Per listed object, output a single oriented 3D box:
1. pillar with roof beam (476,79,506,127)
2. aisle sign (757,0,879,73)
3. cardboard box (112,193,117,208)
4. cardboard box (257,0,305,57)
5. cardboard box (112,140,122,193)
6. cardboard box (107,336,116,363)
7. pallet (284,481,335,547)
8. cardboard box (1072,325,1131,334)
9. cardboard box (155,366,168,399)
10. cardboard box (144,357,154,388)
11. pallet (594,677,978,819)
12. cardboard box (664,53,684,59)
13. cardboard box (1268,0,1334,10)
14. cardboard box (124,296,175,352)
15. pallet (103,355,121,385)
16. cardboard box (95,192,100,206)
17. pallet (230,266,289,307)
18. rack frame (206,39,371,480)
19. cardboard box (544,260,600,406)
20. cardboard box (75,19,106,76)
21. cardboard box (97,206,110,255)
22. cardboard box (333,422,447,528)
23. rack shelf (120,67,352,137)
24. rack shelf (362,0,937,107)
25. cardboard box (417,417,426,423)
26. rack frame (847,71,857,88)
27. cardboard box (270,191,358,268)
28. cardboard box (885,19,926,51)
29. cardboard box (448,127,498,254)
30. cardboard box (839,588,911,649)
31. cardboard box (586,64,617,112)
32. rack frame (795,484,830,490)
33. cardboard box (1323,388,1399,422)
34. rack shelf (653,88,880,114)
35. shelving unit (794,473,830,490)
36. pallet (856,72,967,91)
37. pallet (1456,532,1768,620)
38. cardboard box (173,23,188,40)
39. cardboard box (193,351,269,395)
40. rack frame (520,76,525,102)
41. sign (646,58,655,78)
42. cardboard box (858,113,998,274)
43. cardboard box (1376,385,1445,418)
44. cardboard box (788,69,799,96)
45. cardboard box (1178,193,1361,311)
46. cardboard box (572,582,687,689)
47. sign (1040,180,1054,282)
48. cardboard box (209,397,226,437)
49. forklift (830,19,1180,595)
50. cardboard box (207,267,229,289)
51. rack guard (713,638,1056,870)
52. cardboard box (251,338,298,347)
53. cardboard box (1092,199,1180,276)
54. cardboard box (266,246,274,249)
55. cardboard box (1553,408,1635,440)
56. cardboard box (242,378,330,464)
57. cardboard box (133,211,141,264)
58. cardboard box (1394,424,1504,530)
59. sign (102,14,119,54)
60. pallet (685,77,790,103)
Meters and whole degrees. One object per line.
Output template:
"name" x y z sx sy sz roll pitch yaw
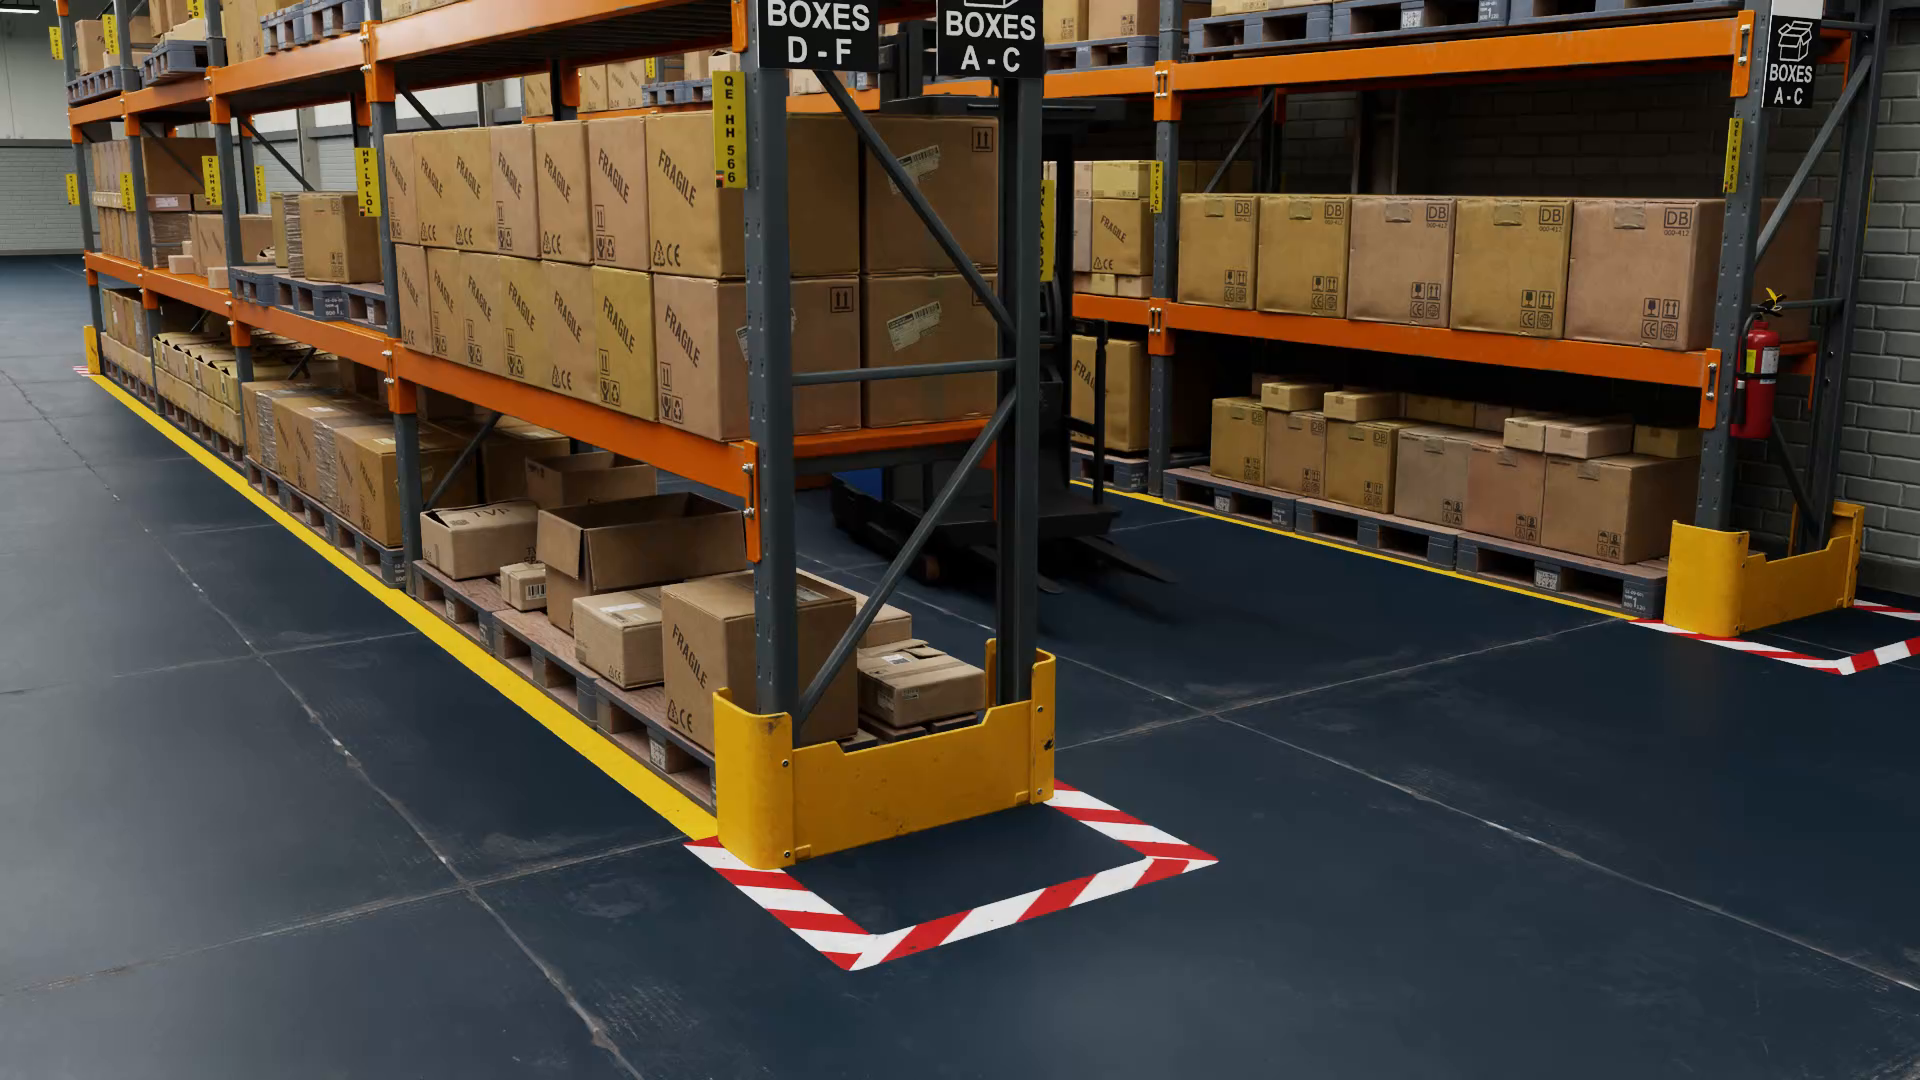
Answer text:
"pillar with roof beam" -10.731 -7.419 22.721 9.100 9.000 0.400 -8 15 -33
"aisle sign" -0.405 -1.741 4.718 0.394 0.787 0.004 -8 15 -33
"cardboard box" -8.163 -3.362 16.463 0.380 0.149 0.250 -8 15 -32
"cardboard box" -3.779 -3.200 10.218 0.910 0.500 0.500 -8 15 -33
"cardboard box" -7.921 -3.683 16.409 0.700 0.500 0.500 -8 15 -33
"cardboard box" -8.660 -2.017 17.517 0.500 0.250 0.500 -8 15 -33
"pallet" -3.566 -0.226 10.402 1.003 0.211 1.213 -8 15 -33
"cardboard box" 0.755 -1.231 12.519 0.750 0.750 0.750 -8 14 -31
"cardboard box" -6.819 -1.415 14.763 0.500 0.250 0.500 -9 15 -34
"cardboard box" -7.275 -1.572 15.484 0.500 0.250 0.500 -8 15 -33
"pallet" -0.672 0.687 6.225 1.003 0.211 1.213 -8 15 -33
"cardboard box" -3.218 -5.310 17.481 0.500 0.500 0.500 -10 16 -38
"cardboard box" 2.152 -3.218 9.668 0.500 0.250 0.500 -8 15 -34
"cardboard box" -7.822 -2.118 16.222 0.500 0.500 0.500 -8 15 -33
"pallet" -8.594 -1.872 17.928 1.003 0.211 1.213 -8 15 -33
"cardboard box" -8.866 -3.589 17.501 0.380 0.149 0.250 -9 15 -34
"pallet" -4.186 -1.737 11.231 1.213 0.211 1.003 -8 15 -33
"rack frame" -4.620 -1.943 11.723 1.000 3.000 0.127 -8 15 -33
"cardboard box" -1.224 -0.797 6.252 0.500 0.500 0.500 -8 15 -32
"cardboard box" -8.360 -4.825 16.340 0.500 0.500 0.500 -8 15 -33
"cardboard box" -8.804 -3.330 17.832 0.700 0.500 0.500 -8 15 -33
"cardboard box" -3.183 -0.368 9.343 0.500 0.500 0.500 -8 15 -33
"rack shelf" -5.728 -3.412 13.106 1.077 0.370 4.000 -8 15 -33
"rack shelf" -1.296 -1.989 6.600 1.077 0.370 4.000 -8 15 -33
"cardboard box" -3.044 -0.523 10.054 0.500 0.500 0.500 -8 15 -32
"rack frame" -0.498 -2.530 14.408 1.000 3.000 0.127 -8 15 -33
"cardboard box" -4.177 -2.098 11.217 0.500 0.500 0.700 9 15 36
"cardboard box" -0.187 -4.181 13.674 0.700 0.500 0.500 -10 16 -37
"cardboard box" -1.806 -1.468 6.980 0.500 0.500 0.500 -9 15 -34
"cardboard box" -0.530 0.389 6.466 0.500 0.250 0.500 -8 15 -33
"cardboard box" -3.808 -5.011 18.453 0.500 0.500 0.500 -9 15 -35
"rack frame" -1.023 -1.093 11.350 0.500 1.500 0.032 -8 15 -33
"cardboard box" 2.374 -0.799 9.842 0.380 0.149 0.250 -9 15 -34
"rack shelf" -1.606 -3.999 15.791 1.077 0.370 4.000 -8 15 -33
"shelving unit" -0.734 -1.001 10.930 0.587 1.500 1.083 -8 15 -33
"pallet" -0.097 -3.794 13.612 1.213 0.211 1.003 -7 14 -30
"pallet" 3.426 0.123 8.807 1.003 0.211 1.213 -8 15 -33
"cardboard box" -5.828 -3.904 13.039 0.500 0.250 0.500 -10 16 -38
"cardboard box" -5.686 -1.324 13.036 0.500 0.311 0.500 -8 15 -33
"rack frame" -4.930 -6.883 20.273 1.000 3.000 0.127 -8 15 -33
"sign" -3.162 -4.893 16.985 0.100 0.325 0.005 -8 15 -33
"cardboard box" -0.214 -1.167 5.603 0.500 0.500 0.500 -8 14 -31
"cardboard box" 2.711 -0.838 10.022 0.380 0.149 0.250 -8 15 -32
"cardboard box" -1.139 -4.297 15.179 0.797 0.503 0.637 -6 14 -25
"cardboard box" 2.005 -1.866 10.673 0.980 0.700 0.700 -8 15 -32
"cardboard box" -1.195 0.369 6.562 0.500 0.250 0.500 -8 15 -33
"sign" 0.264 -1.007 5.419 0.100 0.325 0.005 -8 15 -33
"cardboard box" -5.403 -0.960 12.685 0.500 0.250 0.500 -8 15 -33
"forklift" 0.198 -1.295 8.922 1.130 2.935 3.031 -5 13 -20
"cardboard box" -5.348 -1.947 12.332 0.380 0.149 0.250 -8 15 -33
"rack guard" -0.230 0.688 5.546 1.175 0.500 0.348 -8 15 -33
"cardboard box" -5.805 -1.571 14.164 0.500 0.311 0.500 -8 15 -33
"cardboard box" 1.252 -2.074 11.349 0.500 0.500 0.500 -8 15 -34
"cardboard box" -4.954 -2.081 12.565 0.500 0.311 0.500 -8 15 -33
"cardboard box" 3.418 -0.612 8.988 0.380 0.149 0.250 -8 15 -33
"cardboard box" -4.606 -0.822 11.419 0.500 0.500 0.500 -7 14 -30
"cardboard box" -7.385 -2.874 15.749 0.700 0.500 0.500 -8 15 -33
"cardboard box" 2.907 -0.382 9.454 0.700 0.500 0.500 -9 15 -35
"sign" -7.297 -4.345 14.291 0.100 0.325 0.005 -8 15 -33
"pallet" -1.884 -4.308 15.959 1.213 0.211 1.003 -8 15 -33
